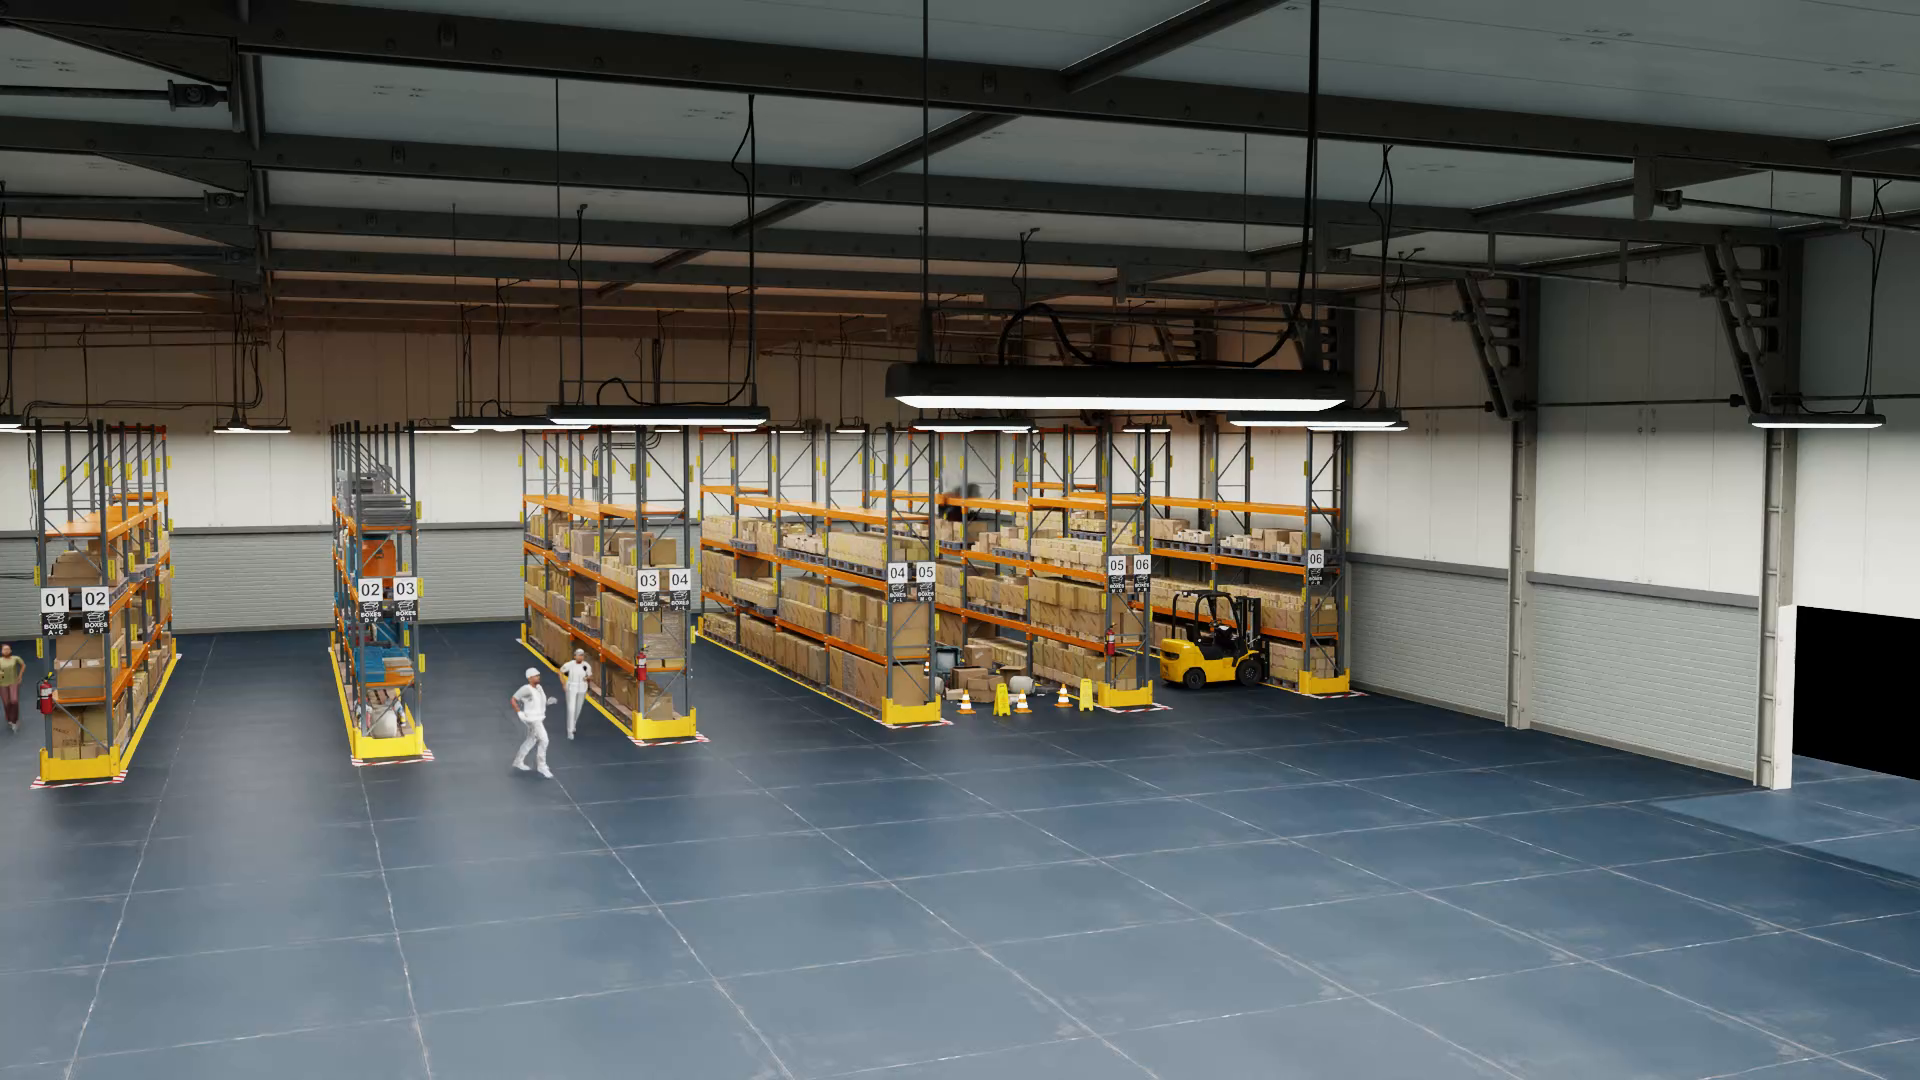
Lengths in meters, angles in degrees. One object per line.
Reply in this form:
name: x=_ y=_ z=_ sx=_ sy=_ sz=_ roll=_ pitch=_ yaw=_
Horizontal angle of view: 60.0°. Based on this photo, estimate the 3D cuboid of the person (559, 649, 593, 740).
person: x=-7.306 y=2.928 z=31.760 sx=0.618 sy=1.707 sz=0.728 roll=-2 pitch=4 yaw=-27

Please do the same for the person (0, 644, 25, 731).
person: x=-18.572 y=2.872 z=32.462 sx=0.556 sy=1.702 sz=0.711 roll=-2 pitch=4 yaw=-24

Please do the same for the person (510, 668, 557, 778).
person: x=-7.190 y=3.075 z=28.025 sx=0.803 sy=1.847 sz=0.669 roll=0 pitch=4 yaw=5
